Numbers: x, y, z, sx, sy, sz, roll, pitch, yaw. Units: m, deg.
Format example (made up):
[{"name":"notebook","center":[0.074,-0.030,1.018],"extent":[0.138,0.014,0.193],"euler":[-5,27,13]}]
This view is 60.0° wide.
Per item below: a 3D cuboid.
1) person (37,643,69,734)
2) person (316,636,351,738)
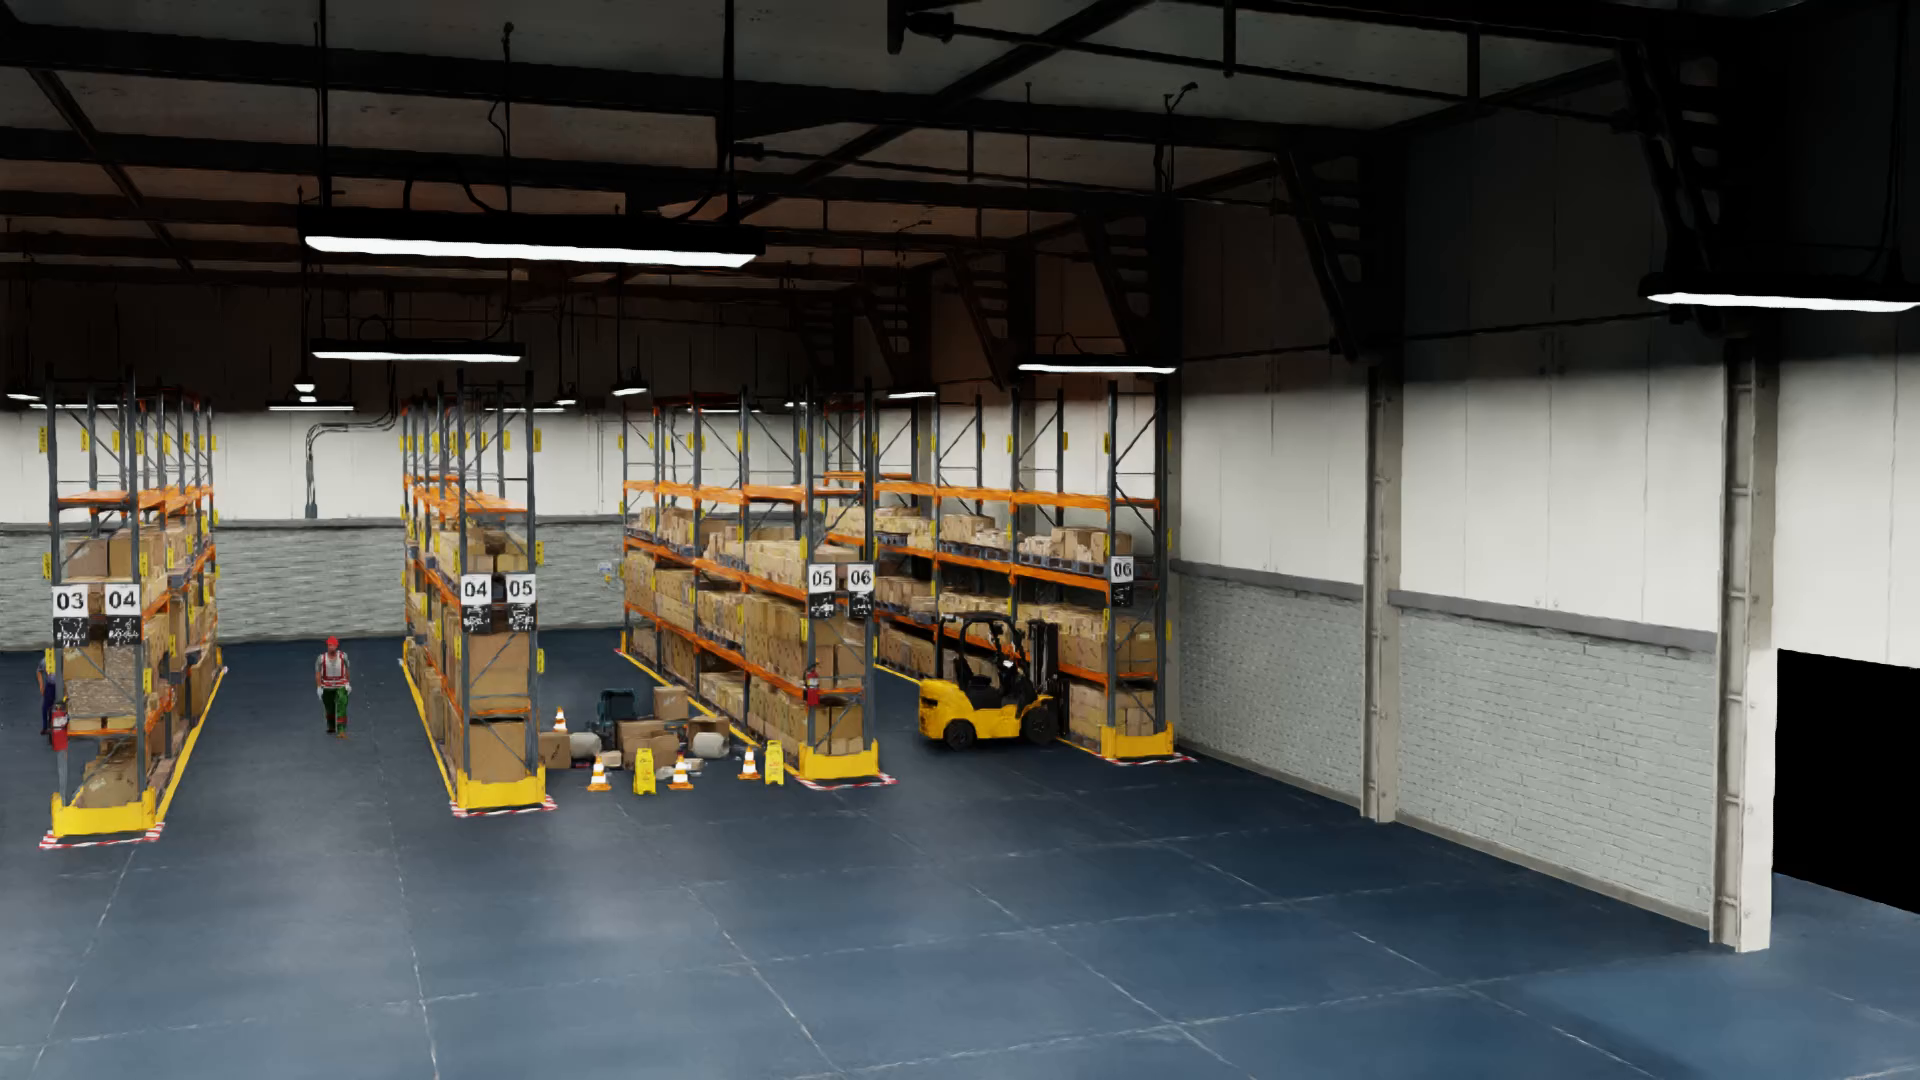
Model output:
[{"name":"person","center":[-15.508,2.543,28.578],"extent":[0.625,1.596,0.503],"euler":[-1,4,-23]},{"name":"person","center":[-10.648,2.476,28.254],"extent":[0.553,1.707,1.105],"euler":[-1,4,-19]}]
